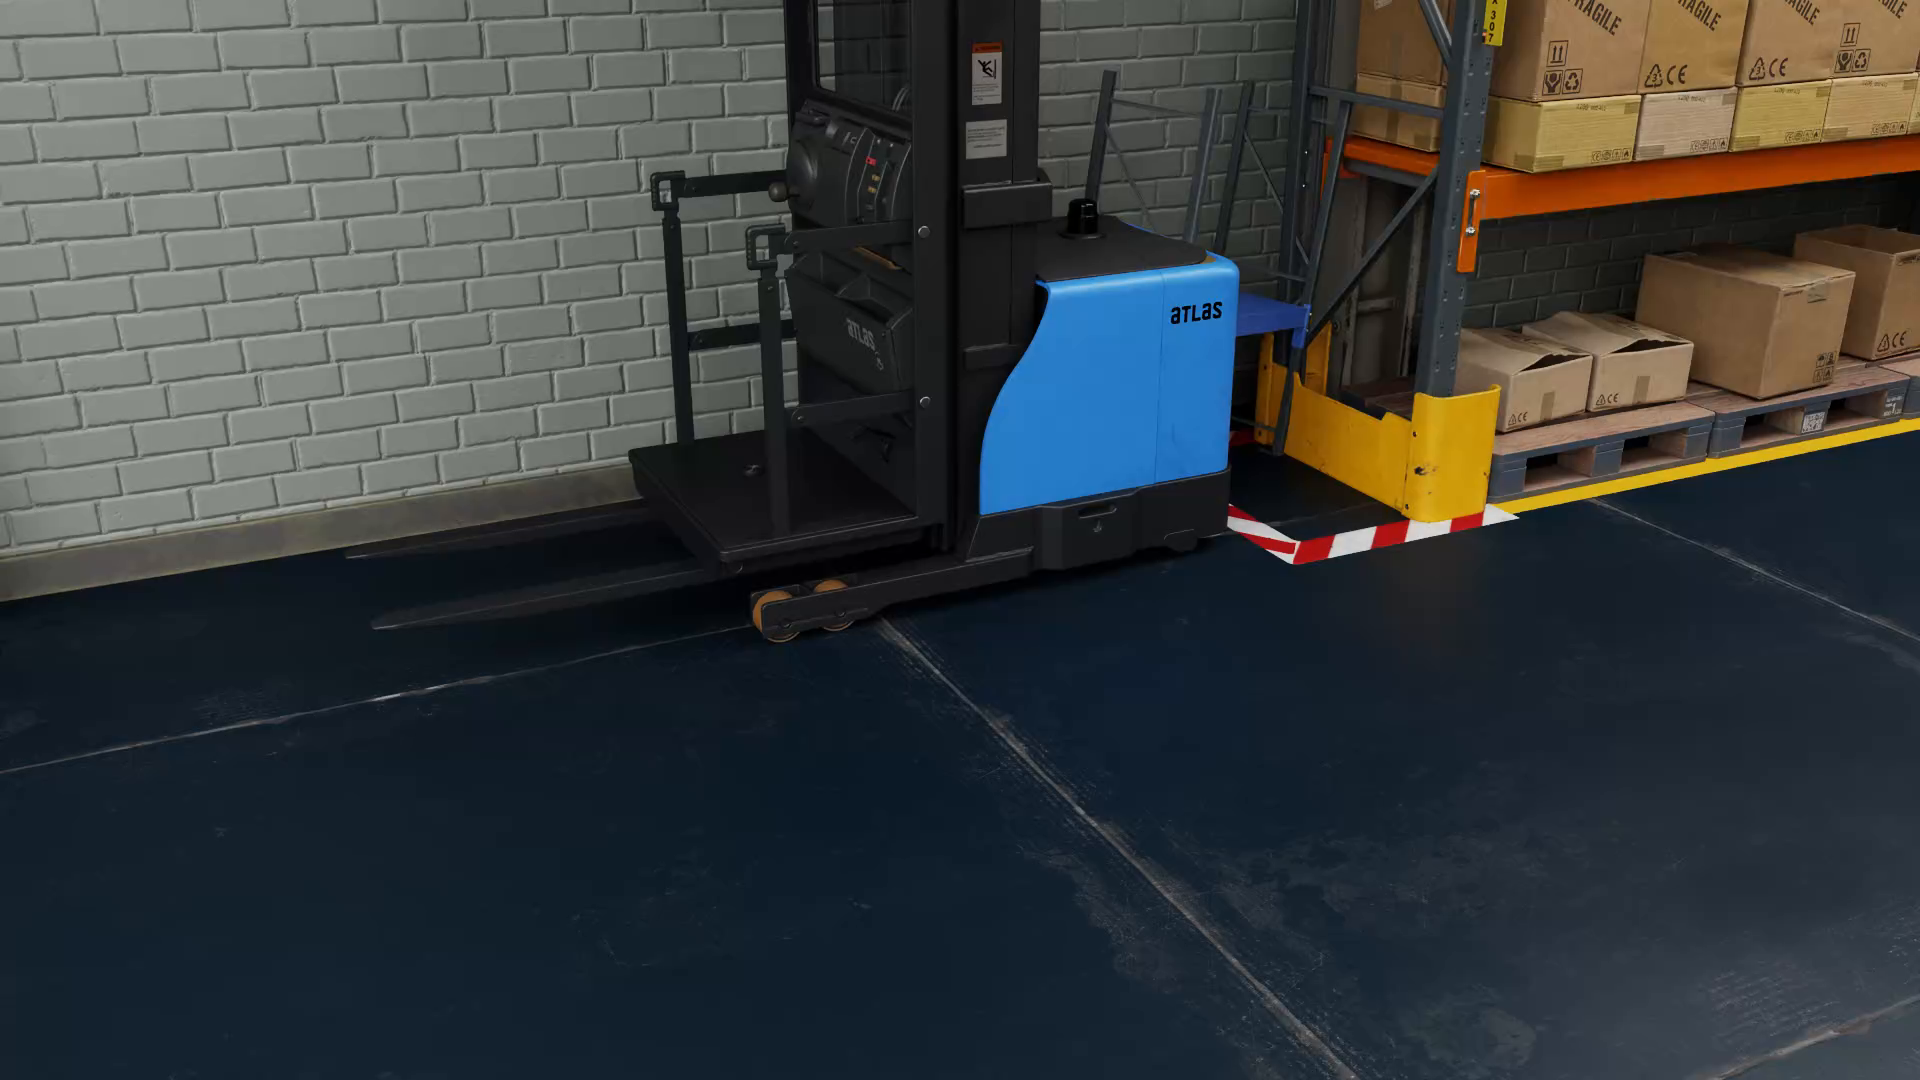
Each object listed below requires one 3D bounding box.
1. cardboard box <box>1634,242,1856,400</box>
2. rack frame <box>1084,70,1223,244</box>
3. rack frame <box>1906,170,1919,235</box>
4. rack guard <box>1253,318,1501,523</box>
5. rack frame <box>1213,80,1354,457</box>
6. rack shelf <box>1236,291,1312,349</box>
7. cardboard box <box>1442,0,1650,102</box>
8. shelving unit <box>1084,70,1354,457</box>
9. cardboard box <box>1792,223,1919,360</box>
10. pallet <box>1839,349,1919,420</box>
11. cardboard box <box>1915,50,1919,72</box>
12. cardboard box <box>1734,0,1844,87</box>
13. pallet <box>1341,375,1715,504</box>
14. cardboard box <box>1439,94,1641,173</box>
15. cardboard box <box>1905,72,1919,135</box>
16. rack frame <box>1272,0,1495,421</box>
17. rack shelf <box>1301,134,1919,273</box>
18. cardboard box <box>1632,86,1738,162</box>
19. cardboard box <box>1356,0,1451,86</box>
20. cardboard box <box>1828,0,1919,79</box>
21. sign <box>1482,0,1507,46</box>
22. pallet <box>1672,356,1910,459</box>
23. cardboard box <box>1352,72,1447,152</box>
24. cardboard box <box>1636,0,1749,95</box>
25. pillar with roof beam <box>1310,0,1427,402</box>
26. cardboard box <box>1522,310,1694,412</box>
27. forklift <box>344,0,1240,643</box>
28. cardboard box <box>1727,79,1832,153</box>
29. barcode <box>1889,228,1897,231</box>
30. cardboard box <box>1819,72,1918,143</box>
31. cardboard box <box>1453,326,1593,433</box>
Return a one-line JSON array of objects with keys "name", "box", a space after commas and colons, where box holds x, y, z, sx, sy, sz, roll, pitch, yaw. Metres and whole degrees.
[{"name": "cardboard box", "box": [3.471, -0.992, 7.418, 0.500, 0.500, 0.700, -12, 25, -27]}, {"name": "rack frame", "box": [0.634, -0.964, 6.262, 0.500, 1.500, 0.032, 22, 23, 35]}, {"name": "rack frame", "box": [5.216, -2.324, 7.944, 0.127, 3.000, 1.000, -10, 25, -24]}, {"name": "rack guard", "box": [1.680, -0.519, 6.849, 0.348, 0.500, 1.175, -10, 25, -24]}, {"name": "rack frame", "box": [1.282, -1.136, 7.026, 0.500, 1.500, 0.032, 22, 23, 35]}, {"name": "rack shelf", "box": [0.935, -0.881, 6.701, 0.538, 0.185, 1.000, 22, 23, 35]}, {"name": "cardboard box", "box": [2.172, -1.923, 6.163, 0.500, 0.500, 0.500, -10, 25, -24]}, {"name": "shelving unit", "box": [0.958, -1.050, 6.644, 0.538, 1.500, 1.048, 22, 23, 35]}, {"name": "cardboard box", "box": [4.298, -1.187, 7.888, 0.500, 0.500, 0.500, -12, 26, -28]}, {"name": "pallet", "box": [4.626, -0.912, 8.178, 1.213, 0.211, 1.003, -10, 25, -24]}, {"name": "cardboard box", "box": [4.018, -2.261, 6.980, 0.500, 0.500, 0.500, -11, 25, -25]}, {"name": "cardboard box", "box": [3.090, -2.085, 6.555, 0.500, 0.500, 0.500, -11, 25, -25]}, {"name": "pallet", "box": [2.427, -0.508, 7.201, 1.213, 0.211, 1.003, -10, 25, -24]}, {"name": "cardboard box", "box": [2.189, -1.572, 6.297, 0.500, 0.250, 0.500, -11, 25, -25]}, {"name": "cardboard box", "box": [4.022, -1.913, 7.119, 0.500, 0.250, 0.500, -11, 25, -24]}, {"name": "rack frame", "box": [1.612, -1.661, 6.341, 0.127, 3.000, 1.000, -10, 25, -24]}, {"name": "rack shelf", "box": [3.414, -1.660, 7.280, 4.000, 0.370, 1.077, -10, 25, -24]}, {"name": "cardboard box", "box": [2.651, -1.663, 6.517, 0.500, 0.250, 0.500, -11, 25, -25]}, {"name": "cardboard box", "box": [1.944, -2.099, 6.588, 0.500, 0.500, 0.500, -11, 25, -24]}, {"name": "cardboard box", "box": [3.550, -2.175, 6.771, 0.500, 0.500, 0.500, -10, 24, -22]}, {"name": "sign", "box": [1.847, -1.874, 5.723, 0.005, 0.325, 0.100, -10, 25, -24]}, {"name": "pallet", "box": [3.525, -0.709, 7.686, 1.213, 0.211, 1.003, -10, 25, -24]}, {"name": "cardboard box", "box": [1.949, -1.745, 6.714, 0.500, 0.250, 0.500, -10, 25, -23]}, {"name": "cardboard box", "box": [2.622, -2.002, 6.353, 0.500, 0.500, 0.500, -10, 25, -23]}, {"name": "pillar with roof beam", "box": [3.734, -3.363, 2.610, 0.400, 9.000, 9.100, -10, 25, -24]}, {"name": "cardboard box", "box": [2.788, -0.800, 7.202, 0.500, 0.311, 0.500, -8, 24, -19]}, {"name": "forklift", "box": [-0.559, -1.249, 5.436, 3.031, 2.935, 1.130, -11, 25, -24]}, {"name": "cardboard box", "box": [3.112, -1.746, 6.716, 0.500, 0.250, 0.500, -11, 25, -24]}, {"name": "barcode", "box": [4.625, -1.514, 8.260, 0.075, 0.075, 0.001, -10, 25, -24]}, {"name": "cardboard box", "box": [3.569, -1.829, 6.917, 0.500, 0.250, 0.500, -10, 25, -23]}, {"name": "cardboard box", "box": [2.274, -0.706, 6.973, 0.500, 0.311, 0.500, -14, 26, -30]}]
